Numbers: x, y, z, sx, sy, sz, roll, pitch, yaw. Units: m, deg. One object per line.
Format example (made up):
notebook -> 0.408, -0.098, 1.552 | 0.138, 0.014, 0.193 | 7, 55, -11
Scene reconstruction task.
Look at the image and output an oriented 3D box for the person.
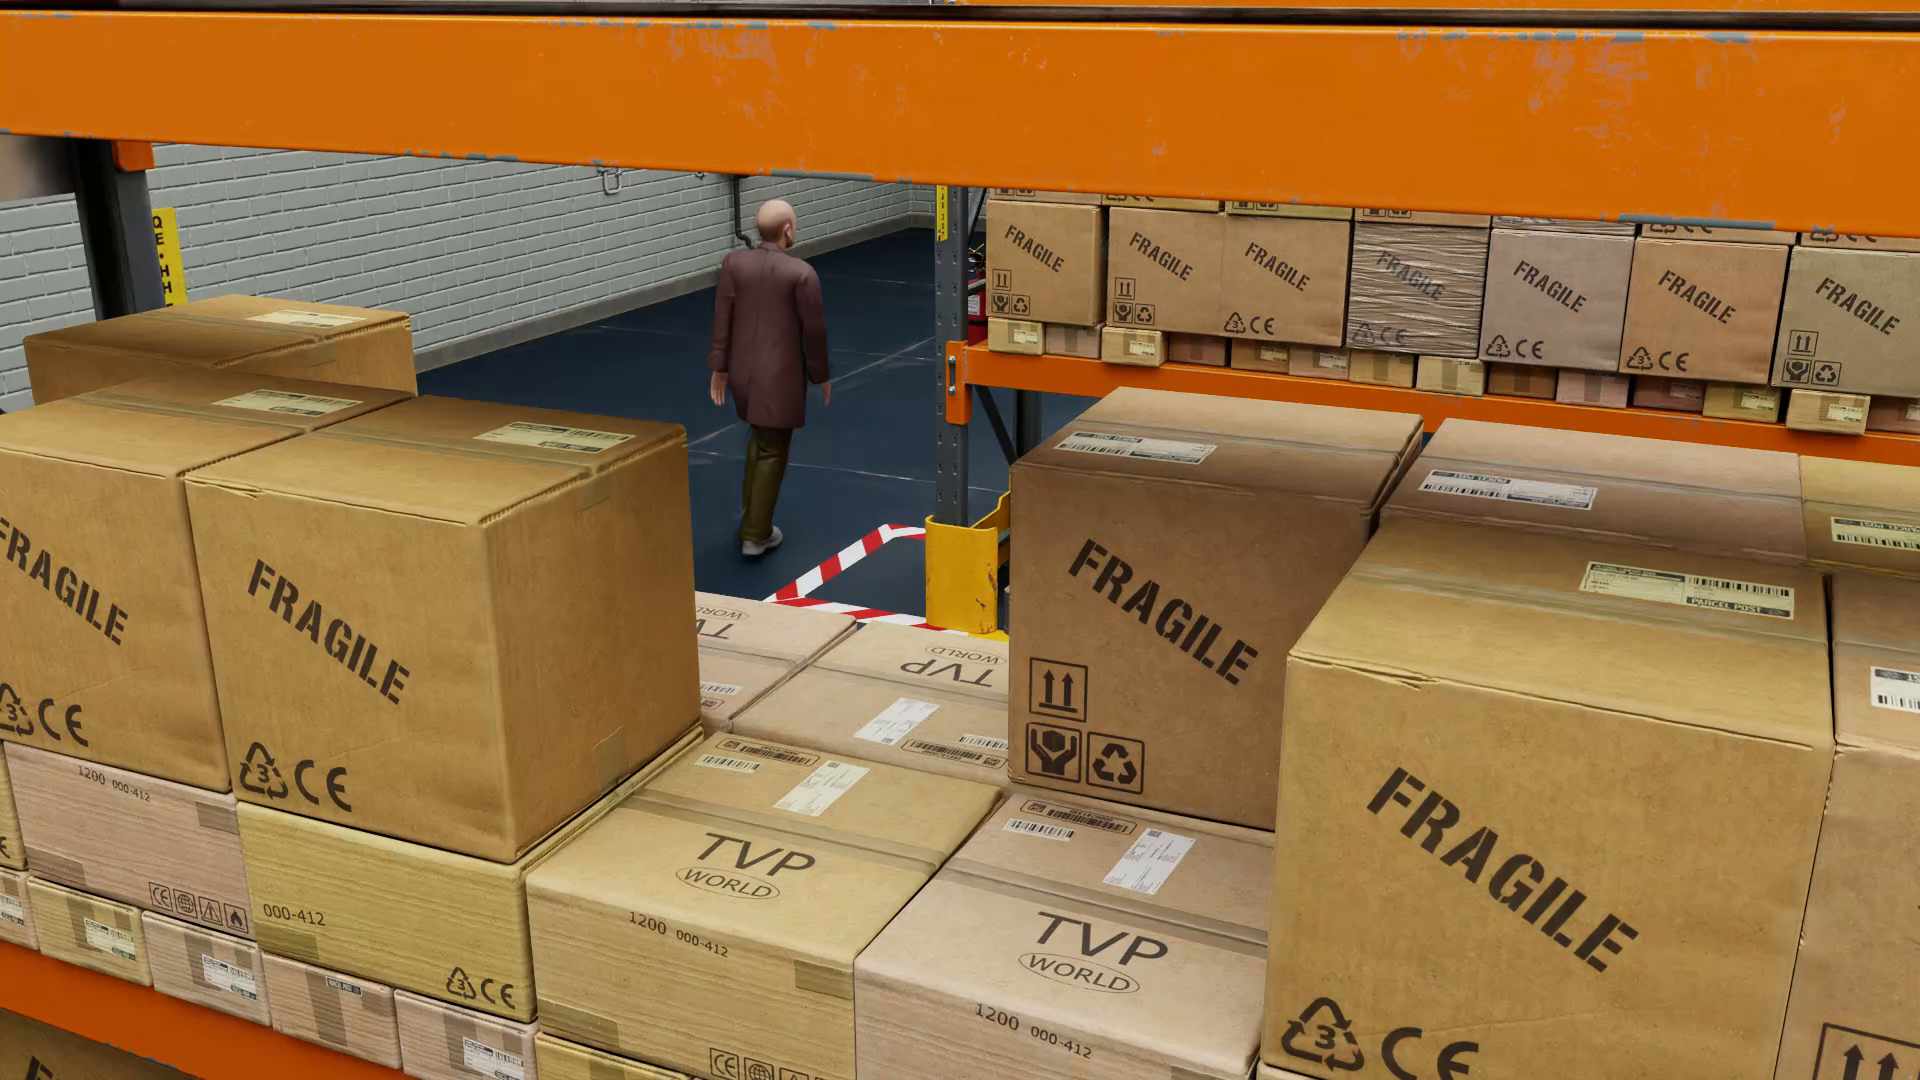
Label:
person -> -0.961, -0.788, 8.416 | 0.611, 1.831, 0.555 | 9, 21, 25
